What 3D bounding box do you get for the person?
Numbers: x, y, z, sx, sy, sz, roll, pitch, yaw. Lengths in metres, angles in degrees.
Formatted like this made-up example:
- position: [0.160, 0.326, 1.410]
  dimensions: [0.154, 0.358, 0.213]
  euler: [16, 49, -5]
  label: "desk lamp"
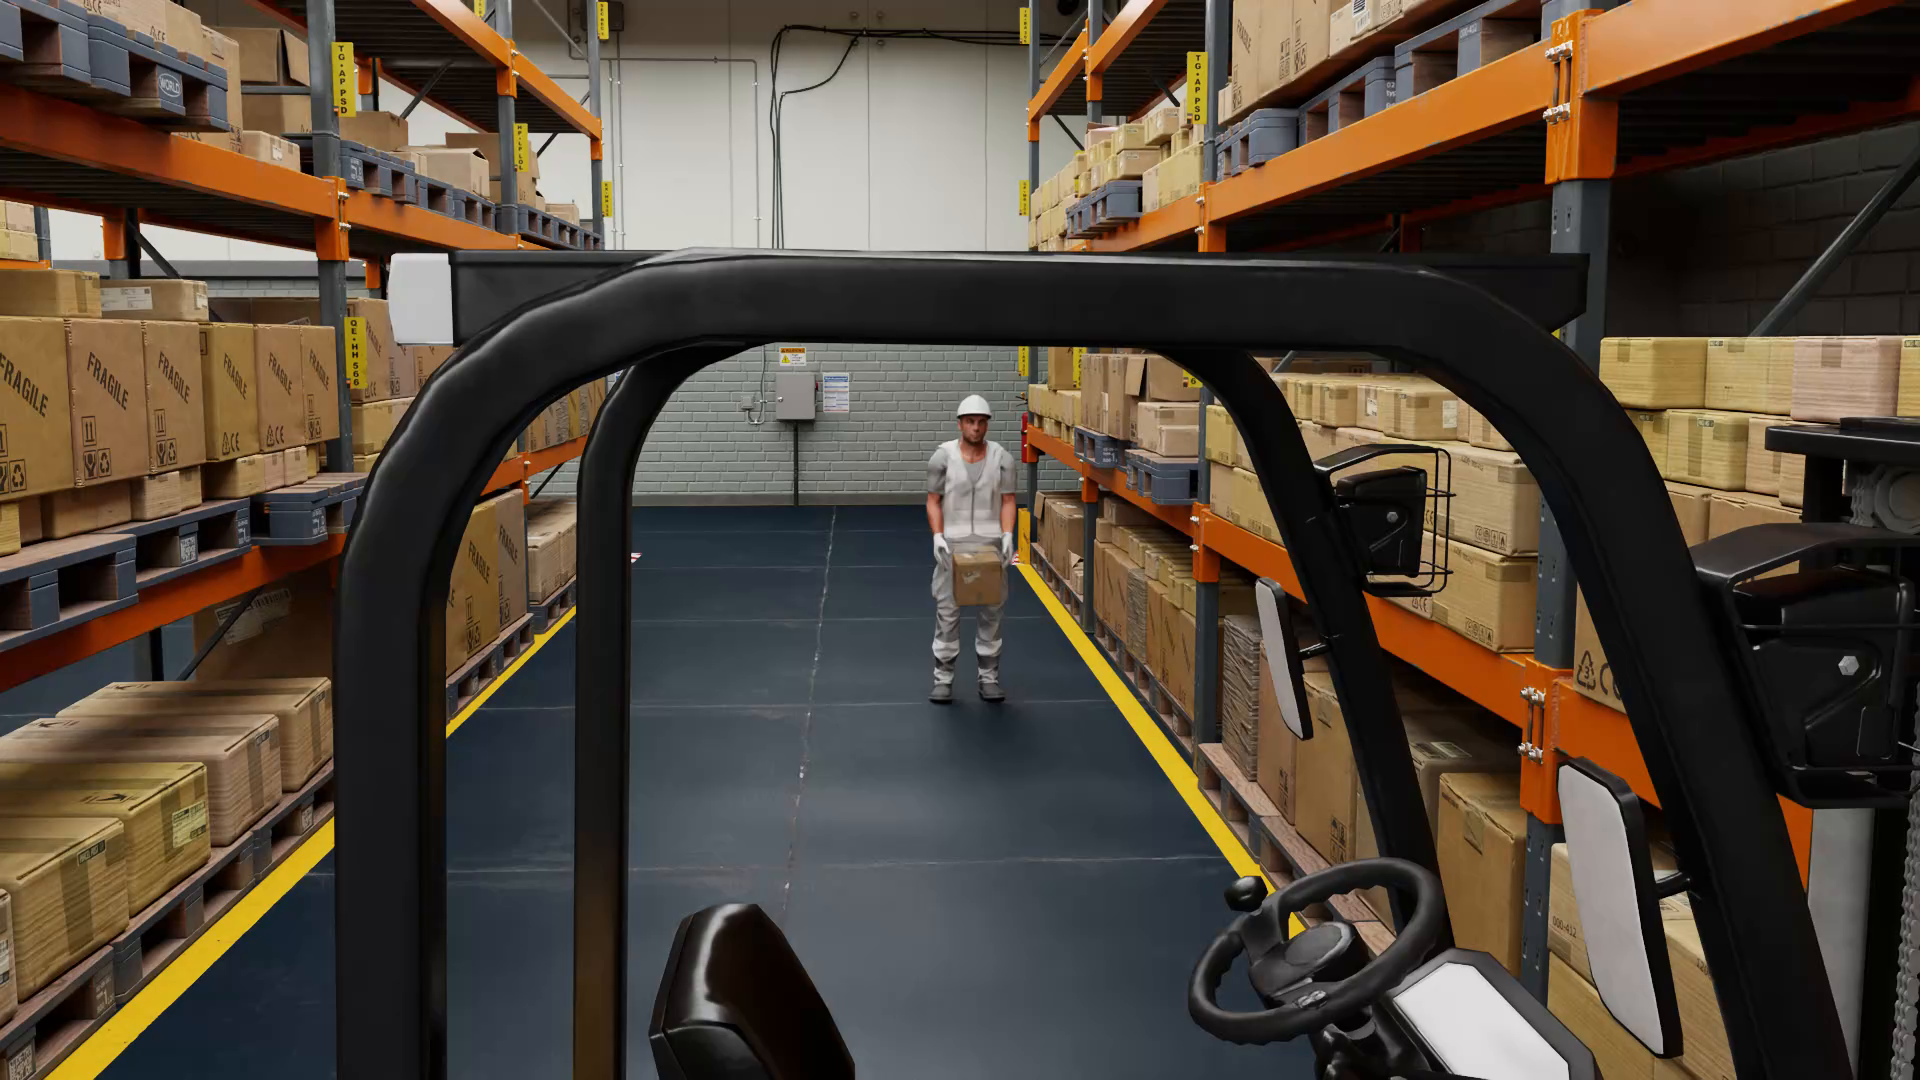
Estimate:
- position: [0.074, 0.046, 9.746]
  dimensions: [0.539, 1.790, 0.437]
  euler: [-1, 7, -6]
  label: "person"
